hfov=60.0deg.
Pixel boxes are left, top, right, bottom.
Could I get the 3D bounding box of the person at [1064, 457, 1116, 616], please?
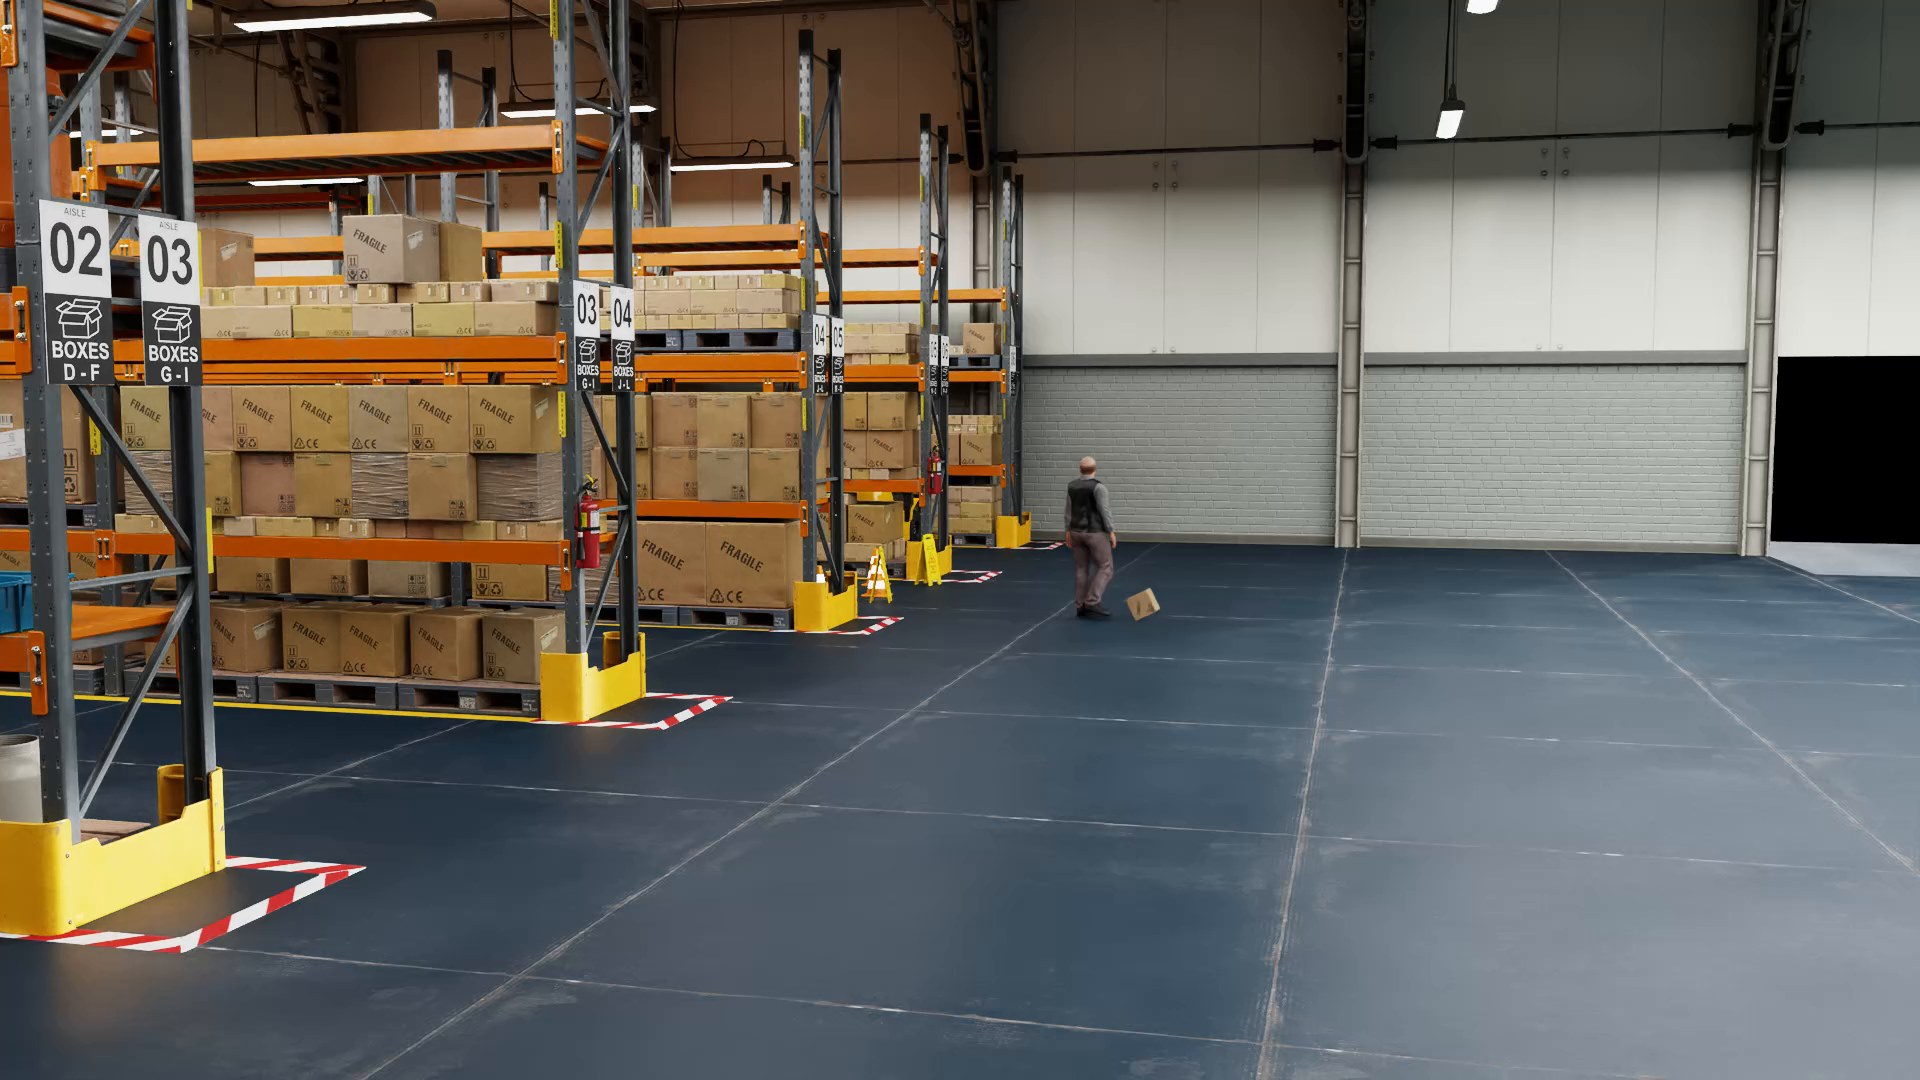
[{"bbox_3d":[1.412,-0.037,17.910,0.696,1.715,0.450,5,7,44],"label":"person"}]
